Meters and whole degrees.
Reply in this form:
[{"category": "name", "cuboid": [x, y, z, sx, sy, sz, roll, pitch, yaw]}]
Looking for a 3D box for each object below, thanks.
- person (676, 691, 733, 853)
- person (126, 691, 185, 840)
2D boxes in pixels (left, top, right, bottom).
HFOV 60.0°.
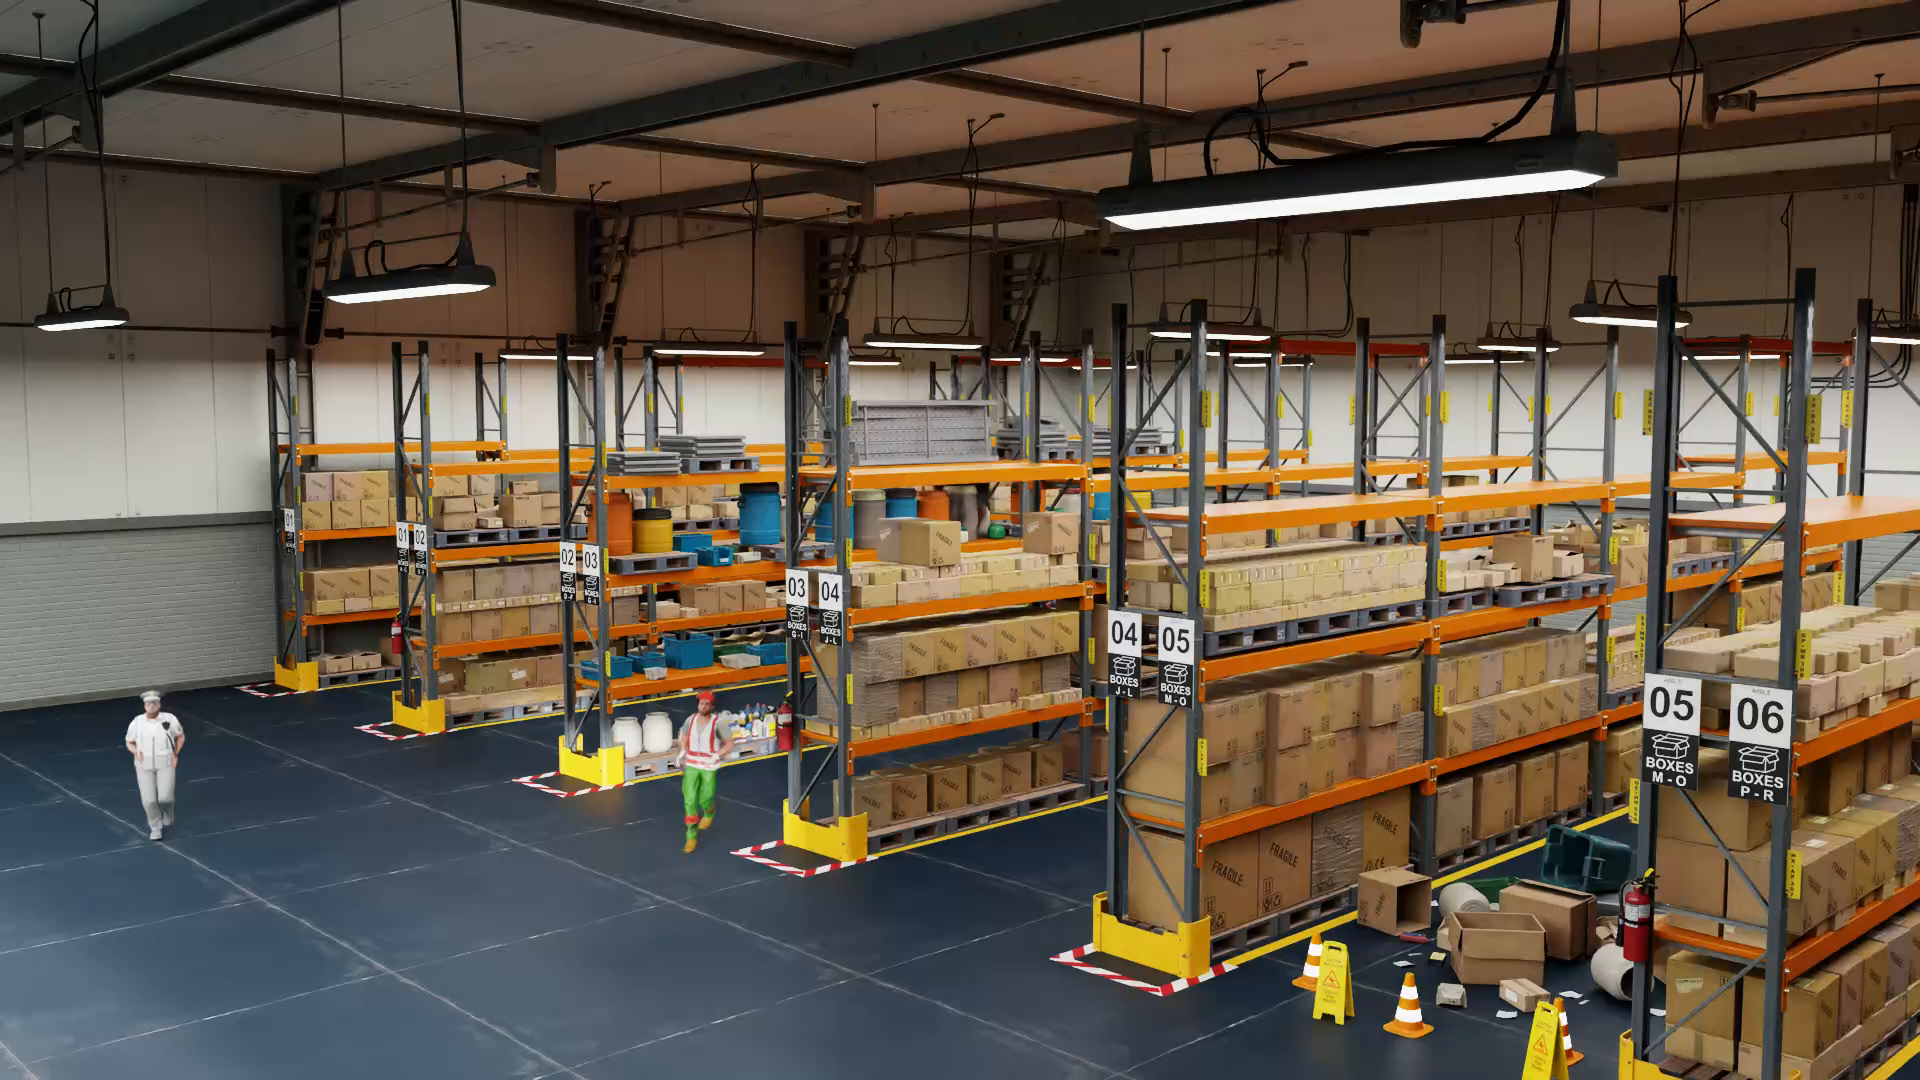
[{"category": "person", "cuboid": [-2.952, 2.631, 19.179, 0.676, 1.785, 0.883, 1, 5, 10]}, {"category": "person", "cuboid": [-9.395, 2.617, 19.420, 0.622, 1.731, 0.593, -2, 5, -21]}]
